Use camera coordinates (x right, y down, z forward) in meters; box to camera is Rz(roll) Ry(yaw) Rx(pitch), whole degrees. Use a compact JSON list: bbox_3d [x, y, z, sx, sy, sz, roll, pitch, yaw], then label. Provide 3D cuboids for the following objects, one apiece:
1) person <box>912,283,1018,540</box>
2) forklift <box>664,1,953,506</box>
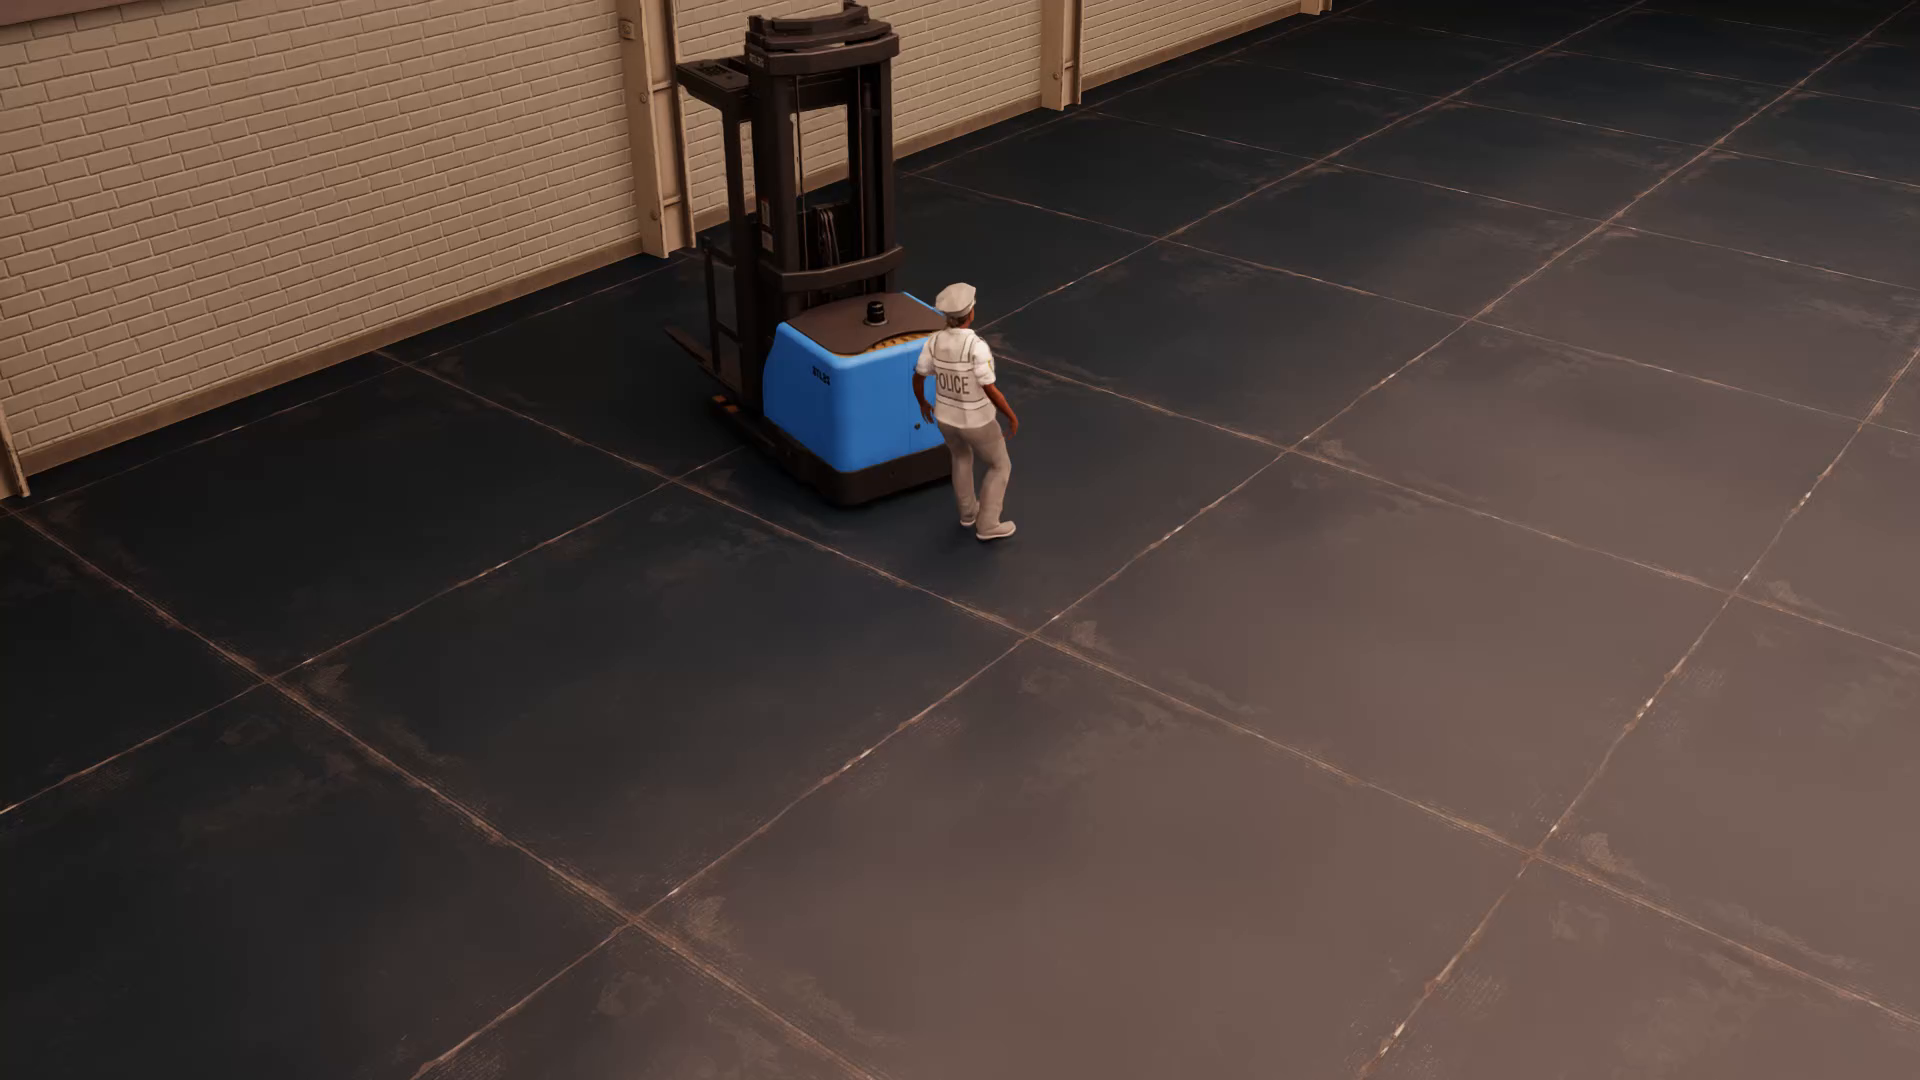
[{"bbox_3d":[0.085,-0.792,10.234,0.672,1.657,0.521,19,35,29],"label":"person"},{"bbox_3d":[-1.170,-2.184,11.333,1.130,2.935,3.031,-19,35,-29],"label":"forklift"}]
